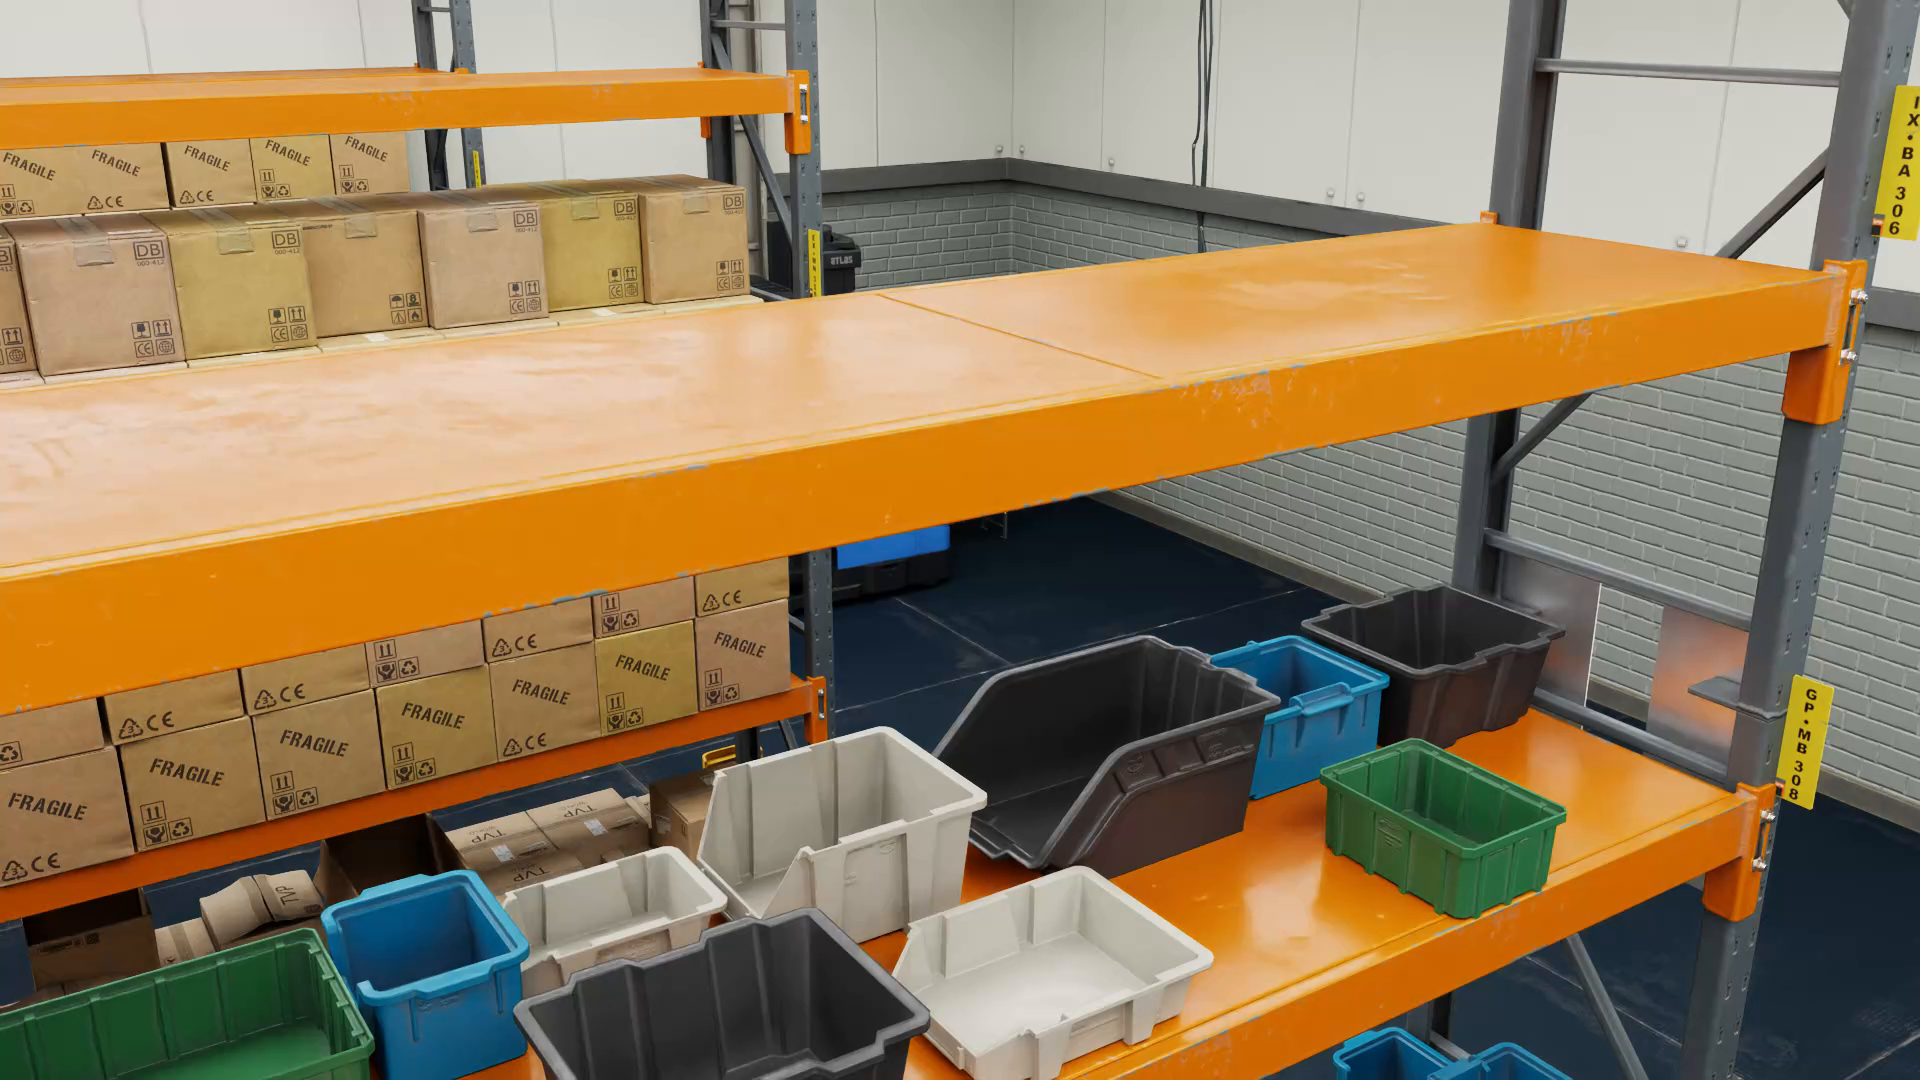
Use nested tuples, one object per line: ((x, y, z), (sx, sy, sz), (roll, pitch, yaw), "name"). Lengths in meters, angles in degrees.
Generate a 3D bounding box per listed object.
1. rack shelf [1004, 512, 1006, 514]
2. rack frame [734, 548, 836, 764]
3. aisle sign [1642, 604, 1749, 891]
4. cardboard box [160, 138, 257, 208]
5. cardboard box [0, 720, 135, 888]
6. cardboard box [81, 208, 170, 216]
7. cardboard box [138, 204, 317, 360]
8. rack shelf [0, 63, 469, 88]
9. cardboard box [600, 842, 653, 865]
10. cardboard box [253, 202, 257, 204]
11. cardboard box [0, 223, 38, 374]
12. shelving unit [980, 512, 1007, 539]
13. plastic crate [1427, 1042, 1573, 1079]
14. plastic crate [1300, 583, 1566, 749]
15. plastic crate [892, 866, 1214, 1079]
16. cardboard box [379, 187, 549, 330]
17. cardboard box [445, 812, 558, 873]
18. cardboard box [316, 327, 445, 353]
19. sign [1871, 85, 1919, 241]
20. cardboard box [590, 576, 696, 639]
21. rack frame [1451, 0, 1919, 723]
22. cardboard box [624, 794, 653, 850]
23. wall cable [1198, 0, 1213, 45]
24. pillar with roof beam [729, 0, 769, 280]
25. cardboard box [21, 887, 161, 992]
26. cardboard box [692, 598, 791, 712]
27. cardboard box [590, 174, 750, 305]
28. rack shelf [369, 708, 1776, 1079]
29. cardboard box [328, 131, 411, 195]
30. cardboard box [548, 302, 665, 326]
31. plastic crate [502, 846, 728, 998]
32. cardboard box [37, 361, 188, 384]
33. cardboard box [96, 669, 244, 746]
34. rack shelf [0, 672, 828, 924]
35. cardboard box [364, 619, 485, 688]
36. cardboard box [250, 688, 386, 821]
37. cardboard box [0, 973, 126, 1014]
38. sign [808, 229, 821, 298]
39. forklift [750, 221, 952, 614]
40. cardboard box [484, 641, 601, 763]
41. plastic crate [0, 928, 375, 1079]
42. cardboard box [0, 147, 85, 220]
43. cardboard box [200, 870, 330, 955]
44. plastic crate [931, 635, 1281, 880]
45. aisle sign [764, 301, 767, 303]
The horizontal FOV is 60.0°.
((-0.006, -0.400, 14.606), (0.720, 0.370, 0.431), (-12, 22, -31), "rack shelf")
((-0.971, 0.397, 8.886), (0.127, 3.000, 1.000), (-12, 22, -31), "rack frame")
((1.971, 0.557, 4.354), (0.004, 0.787, 0.394), (-12, 22, -31), "aisle sign")
((-5.015, -2.497, 11.016), (0.500, 0.500, 0.500), (-13, 23, -34), "cardboard box")
((-3.737, 1.038, 6.836), (0.500, 0.500, 0.500), (-11, 22, -30), "cardboard box")
((-5.460, -2.048, 10.858), (0.500, 0.250, 0.500), (-13, 22, -33), "cardboard box")
((-3.017, -1.076, 6.842), (0.500, 0.500, 0.700), (-12, 22, -31), "cardboard box")
((-5.369, -2.886, 10.979), (4.000, 0.370, 1.077), (-12, 22, -31), "rack shelf")
((-1.678, 1.740, 8.651), (0.250, 0.166, 0.380), (-12, 22, -31), "cardboard box")
((-4.599, -2.231, 11.400), (0.500, 0.250, 0.500), (-13, 23, -33), "cardboard box")
((-3.927, -0.936, 6.429), (0.500, 0.500, 0.700), (-12, 22, -31), "cardboard box")
((-0.006, -0.709, 14.501), (0.755, 1.500, 0.431), (-12, 22, -31), "shelving unit")
((1.573, 1.787, 4.627), (0.499, 0.435, 0.616), (-12, 22, -31), "plastic crate")
((1.275, 0.357, 4.525), (0.590, 0.269, 0.497), (-12, 22, -31), "plastic crate")
((0.160, 0.857, 3.254), (0.530, 0.136, 0.437), (-12, 22, -31), "plastic crate")
((-2.214, -1.268, 7.410), (0.500, 0.500, 0.700), (-12, 22, -31), "cardboard box")
((-2.417, 1.688, 8.676), (0.500, 0.250, 0.500), (-12, 22, -31), "cardboard box")
((-2.511, -0.766, 7.096), (0.500, 0.250, 0.500), (-12, 22, -31), "cardboard box")
((2.066, -0.822, 3.629), (0.005, 0.325, 0.100), (-12, 22, -31), "sign")
((-1.613, 0.118, 7.996), (0.500, 0.500, 0.500), (-11, 22, -30), "cardboard box")
((1.750, -1.119, 4.004), (0.127, 3.000, 1.000), (-12, 22, -31), "rack frame")
((-1.719, 1.557, 9.193), (0.250, 0.166, 0.380), (-12, 22, -31), "cardboard box")
((2.709, -4.868, 12.054), (0.112, 2.526, 3.097), (-12, 22, -31), "wall cable")
((0.448, -3.324, 10.527), (0.400, 9.000, 9.100), (-12, 22, -31), "pillar with roof beam")
((-3.992, 1.901, 7.653), (0.500, 0.500, 0.500), (-12, 22, -31), "cardboard box")
((-1.196, 0.502, 8.421), (0.500, 0.500, 0.500), (-11, 22, -30), "cardboard box")
((-1.391, -1.450, 7.949), (0.500, 0.500, 0.700), (-12, 22, -31), "cardboard box")
((0.079, 0.995, 3.558), (4.000, 0.370, 1.077), (-12, 22, -31), "rack shelf")
((-4.160, -2.677, 11.546), (0.500, 0.500, 0.500), (-12, 22, -32), "cardboard box")
((-1.678, -0.943, 7.619), (0.500, 0.250, 0.500), (-12, 22, -31), "cardboard box")
((-0.738, 0.806, 3.406), (0.466, 0.136, 0.293), (-12, 22, -31), "plastic crate")
((-3.353, -0.593, 6.584), (0.500, 0.250, 0.500), (-12, 22, -31), "cardboard box")
((-3.333, 0.482, 6.918), (0.500, 0.500, 0.500), (-13, 22, -33), "cardboard box")
((-2.642, 1.090, 7.959), (4.000, 0.370, 1.077), (-12, 22, -31), "rack shelf")
((-2.473, 0.301, 7.455), (0.500, 0.500, 0.500), (-11, 22, -30), "cardboard box")
((-2.892, 0.859, 7.364), (0.500, 0.500, 0.500), (-12, 22, -32), "cardboard box")
((-3.843, 2.151, 7.209), (0.500, 0.311, 0.500), (-12, 22, -31), "cardboard box")
((-0.683, -1.291, 7.814), (0.005, 0.325, 0.100), (-12, 22, -31), "sign")
((-1.606, -0.931, 12.923), (3.031, 2.935, 1.130), (-10, 21, -28), "forklift")
((-2.047, 0.680, 7.892), (0.500, 0.500, 0.500), (-12, 22, -31), "cardboard box")
((-1.403, 0.951, 2.894), (0.662, 0.188, 0.450), (-12, 22, -31), "plastic crate")
((-5.864, -2.317, 10.481), (0.500, 0.500, 0.500), (-12, 22, -33), "cardboard box")
((-3.366, 1.859, 8.074), (0.500, 0.311, 0.500), (-12, 22, -31), "cardboard box")
((0.323, 0.527, 3.916), (0.767, 0.338, 0.504), (-12, 22, -31), "plastic crate")
((-1.076, -0.925, 8.737), (0.004, 0.787, 0.394), (-12, 22, -31), "aisle sign")
